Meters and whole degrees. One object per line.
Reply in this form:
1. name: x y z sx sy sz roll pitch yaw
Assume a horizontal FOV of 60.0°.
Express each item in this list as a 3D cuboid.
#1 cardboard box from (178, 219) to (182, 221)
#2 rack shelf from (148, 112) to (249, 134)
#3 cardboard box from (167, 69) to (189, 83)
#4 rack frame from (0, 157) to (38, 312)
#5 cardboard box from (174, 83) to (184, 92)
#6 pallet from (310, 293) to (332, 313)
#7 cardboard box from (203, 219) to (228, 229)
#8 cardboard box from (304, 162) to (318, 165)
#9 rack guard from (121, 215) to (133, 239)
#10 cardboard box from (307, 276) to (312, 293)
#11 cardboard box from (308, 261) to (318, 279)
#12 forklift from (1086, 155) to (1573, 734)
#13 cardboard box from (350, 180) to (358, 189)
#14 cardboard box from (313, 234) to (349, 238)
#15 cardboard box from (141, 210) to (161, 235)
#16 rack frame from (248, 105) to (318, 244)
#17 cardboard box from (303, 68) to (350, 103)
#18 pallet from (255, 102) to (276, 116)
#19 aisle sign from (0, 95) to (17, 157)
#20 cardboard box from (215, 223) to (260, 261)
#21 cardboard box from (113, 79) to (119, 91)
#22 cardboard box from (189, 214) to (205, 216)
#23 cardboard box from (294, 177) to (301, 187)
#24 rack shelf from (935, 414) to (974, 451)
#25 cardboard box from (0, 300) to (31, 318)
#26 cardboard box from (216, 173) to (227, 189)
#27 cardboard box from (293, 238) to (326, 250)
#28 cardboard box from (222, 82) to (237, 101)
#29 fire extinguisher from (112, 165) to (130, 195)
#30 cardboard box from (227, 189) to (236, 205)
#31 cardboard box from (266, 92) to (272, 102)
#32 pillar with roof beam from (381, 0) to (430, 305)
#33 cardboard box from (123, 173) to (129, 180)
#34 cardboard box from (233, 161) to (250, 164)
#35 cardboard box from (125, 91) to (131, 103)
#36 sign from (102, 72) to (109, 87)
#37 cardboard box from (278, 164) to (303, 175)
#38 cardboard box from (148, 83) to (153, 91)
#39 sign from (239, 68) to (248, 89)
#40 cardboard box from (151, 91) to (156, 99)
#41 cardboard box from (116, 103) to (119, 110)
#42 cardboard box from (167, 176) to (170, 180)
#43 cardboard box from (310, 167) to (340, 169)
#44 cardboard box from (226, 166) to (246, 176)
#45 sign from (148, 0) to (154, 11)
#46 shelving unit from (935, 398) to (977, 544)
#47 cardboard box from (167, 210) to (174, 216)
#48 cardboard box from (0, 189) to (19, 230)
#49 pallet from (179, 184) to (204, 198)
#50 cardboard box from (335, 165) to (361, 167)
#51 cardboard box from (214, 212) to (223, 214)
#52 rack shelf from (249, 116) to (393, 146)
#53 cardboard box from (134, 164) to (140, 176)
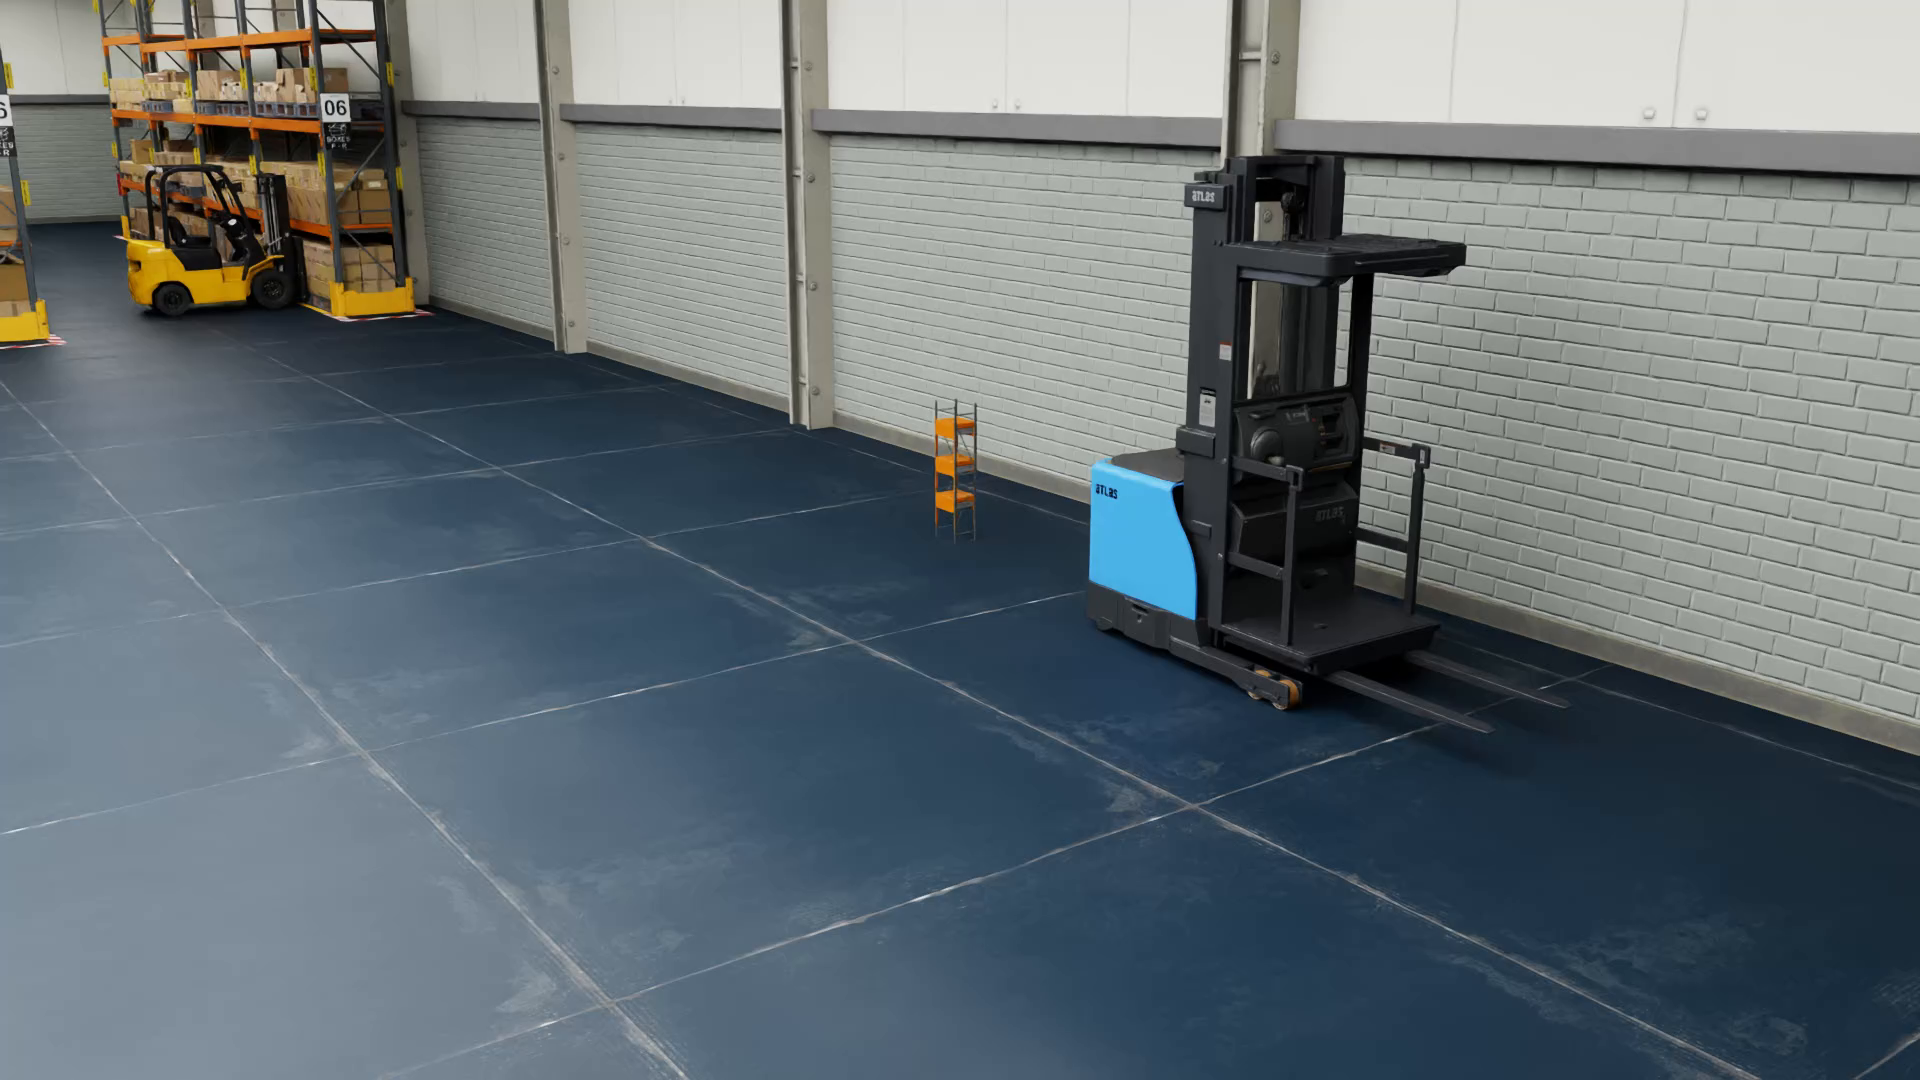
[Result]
1. cardboard box: -15.500 -6.197 33.475 0.500 0.500 0.500 -11 19 -35
2. rack shelf: -14.748 -8.123 32.254 1.077 0.370 4.000 -11 19 -35
3. cardboard box: -15.688 -9.315 33.390 0.396 0.266 0.258 -11 19 -35
4. rack frame: -12.881 -4.117 21.936 1.000 3.000 0.127 -11 19 -35
5. cardboard box: -14.626 -8.558 31.444 0.380 0.149 0.250 -11 19 -36
6. pallet: -9.352 -3.700 25.694 1.003 0.211 1.213 -11 19 -35
7. cardboard box: -14.067 -5.972 31.426 0.380 0.149 0.250 -12 19 -37
8. cardboard box: -10.507 -6.111 27.240 0.380 0.149 0.250 -11 19 -35
9. rack guard: -18.231 -7.083 37.507 1.175 0.500 0.348 -11 19 -35
10. cardboard box: -9.972 -4.032 26.037 0.500 0.250 0.500 -11 19 -34
11. cardboard box: -9.693 -4.170 25.595 0.500 0.250 0.500 -11 19 -35
12. forklift: 2.044 -0.622 9.295 1.130 2.935 3.031 -10 18 -33
13. cardboard box: -9.054 -5.405 25.223 0.380 0.149 0.250 -11 19 -35
14. cardboard box: -10.178 -4.810 26.986 0.500 0.250 0.500 -11 19 -34
15. cardboard box: -17.292 -6.839 35.822 0.500 0.500 0.500 -10 18 -34
16. rack frame: -11.220 -5.742 27.874 1.000 3.000 0.127 -11 19 -35
17. cardboard box: -9.326 -6.691 24.483 0.500 0.500 0.500 -10 18 -33
18. pallet: -10.698 -6.968 26.839 1.003 0.211 1.213 -11 19 -35
19. aisle sign: -12.594 -5.406 21.720 0.394 0.787 0.004 -11 19 -35
20. cardboard box: -13.216 -5.518 30.759 0.875 0.625 0.625 -10 18 -33
21. cardboard box: -17.934 -9.818 35.859 0.500 0.250 0.500 -11 19 -35
22. cardboard box: -14.927 -6.320 32.697 0.380 0.149 0.250 -11 19 -34
23. cardboard box: -10.073 -5.550 25.753 0.380 0.149 0.250 -11 19 -34
24. rack shelf: -0.031 -0.781 12.407 0.215 0.259 0.240 -11 19 -35
25. cardboard box: -13.132 -3.208 23.029 0.500 0.250 0.500 -11 19 -35
26. cardboard box: -12.922 -6.411 29.654 0.500 0.250 0.500 -11 19 -36
27. cardboard box: -10.293 -4.620 26.294 0.500 0.250 0.500 -11 19 -36
28. cardboard box: -12.294 -7.677 28.447 0.500 0.311 0.500 -12 19 -36
29. fire extinguisher: -18.736 -8.047 37.149 0.296 0.674 0.183 -11 19 -35
30. cardboard box: -12.605 -6.063 29.331 0.500 0.250 0.500 -10 18 -33
31. cardboard box: -10.750 -7.012 26.321 0.380 0.149 0.250 -10 18 -33
32. pillar with roof beam: -12.031 -7.402 22.574 9.100 9.000 0.400 -11 19 -35
33. cardboard box: -18.304 -8.071 36.858 0.380 0.149 0.250 -11 19 -35
34. cardboard box: -13.217 -6.919 30.757 0.380 0.149 0.250 -10 18 -33
35. cardboard box: -17.307 -9.362 35.138 0.500 0.250 0.500 -11 19 -35
36. sign: -18.715 -10.089 36.417 0.100 0.325 0.005 -11 19 -35
37. cardboard box: -10.646 -5.916 26.526 0.380 0.149 0.250 -11 19 -35
38. cardboard box: -15.774 -8.932 32.774 0.380 0.149 0.250 -11 19 -36
39. sign: -11.653 -7.504 27.053 0.100 0.325 0.005 -11 19 -35
40. cardboard box: -15.638 -8.735 32.616 0.380 0.149 0.250 -11 19 -34
41. cardboard box: -18.276 -9.526 36.493 0.380 0.149 0.250 -10 18 -33
42. cardboard box: -15.417 -7.232 32.776 0.396 0.266 0.258 -10 18 -32
43. cardboard box: -9.681 -5.601 25.375 0.380 0.149 0.250 -11 19 -34
44. cardboard box: -12.594 -6.455 29.059 0.380 0.149 0.250 -11 19 -36
45. sign: -17.815 -11.807 36.599 0.100 0.325 0.005 -11 19 -35
46. shelving unit: -0.031 -0.518 12.479 0.215 1.050 0.252 -11 19 -35
47. cardboard box: -15.928 -6.642 33.874 0.380 0.149 0.250 -10 18 -32
48. cardboard box: -12.935 -4.453 22.410 0.500 0.500 0.500 -11 19 -35
49. pallet: -14.027 -6.638 31.509 1.213 0.211 1.003 -11 19 -35
50. cardboard box: -9.569 -5.792 26.073 0.380 0.149 0.250 -11 19 -36
51. cardboard box: -14.679 -6.457 33.195 0.380 0.149 0.250 -11 19 -34
52. rack shelf: -10.044 -6.415 26.013 1.077 0.370 4.000 -11 19 -35
53. cardboard box: -17.312 -7.916 35.536 0.500 0.250 0.500 -11 19 -36
